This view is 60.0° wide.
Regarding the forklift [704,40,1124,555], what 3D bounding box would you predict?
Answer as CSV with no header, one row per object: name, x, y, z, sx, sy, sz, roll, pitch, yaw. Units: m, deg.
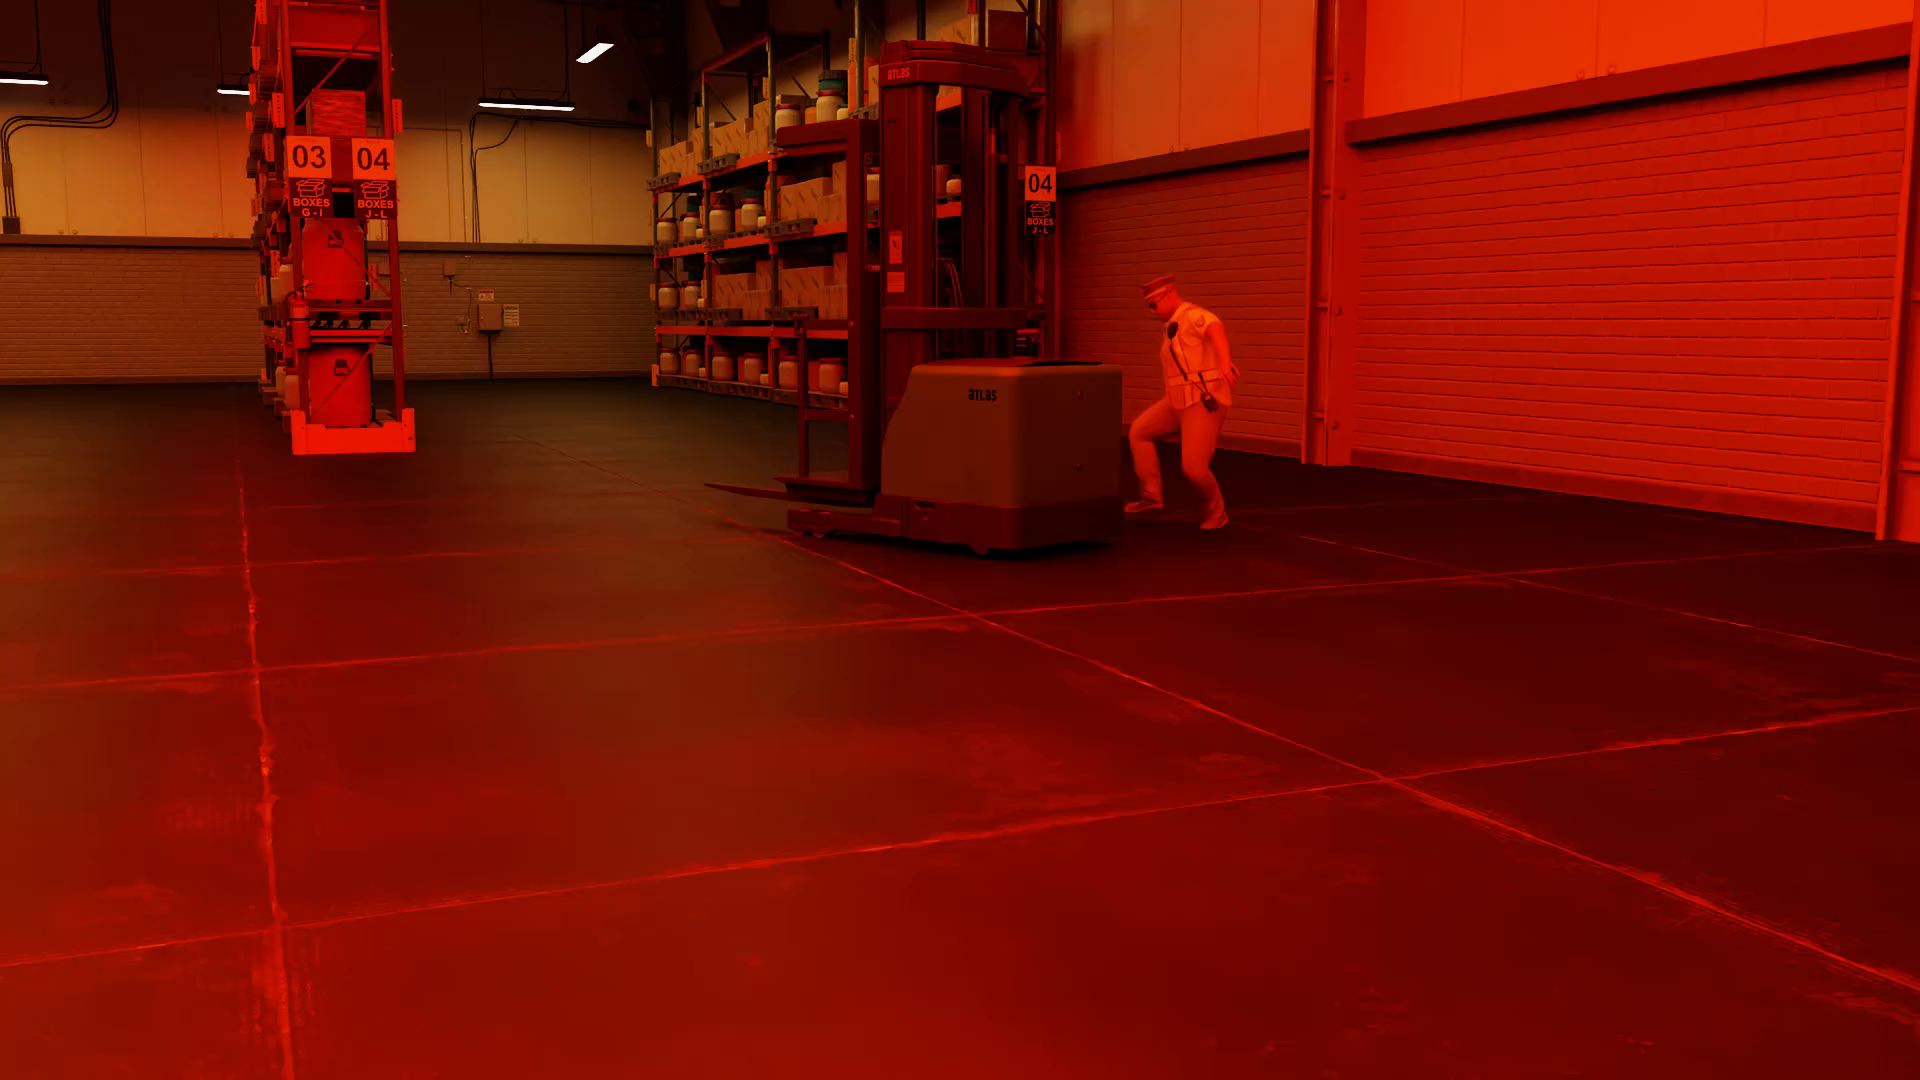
forklift,-0.436,-1.509,10.383,3.031,2.935,1.130,7,10,44

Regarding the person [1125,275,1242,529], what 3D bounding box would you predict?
person,1.490,-0.831,10.552,0.590,1.683,1.187,-2,8,-18
